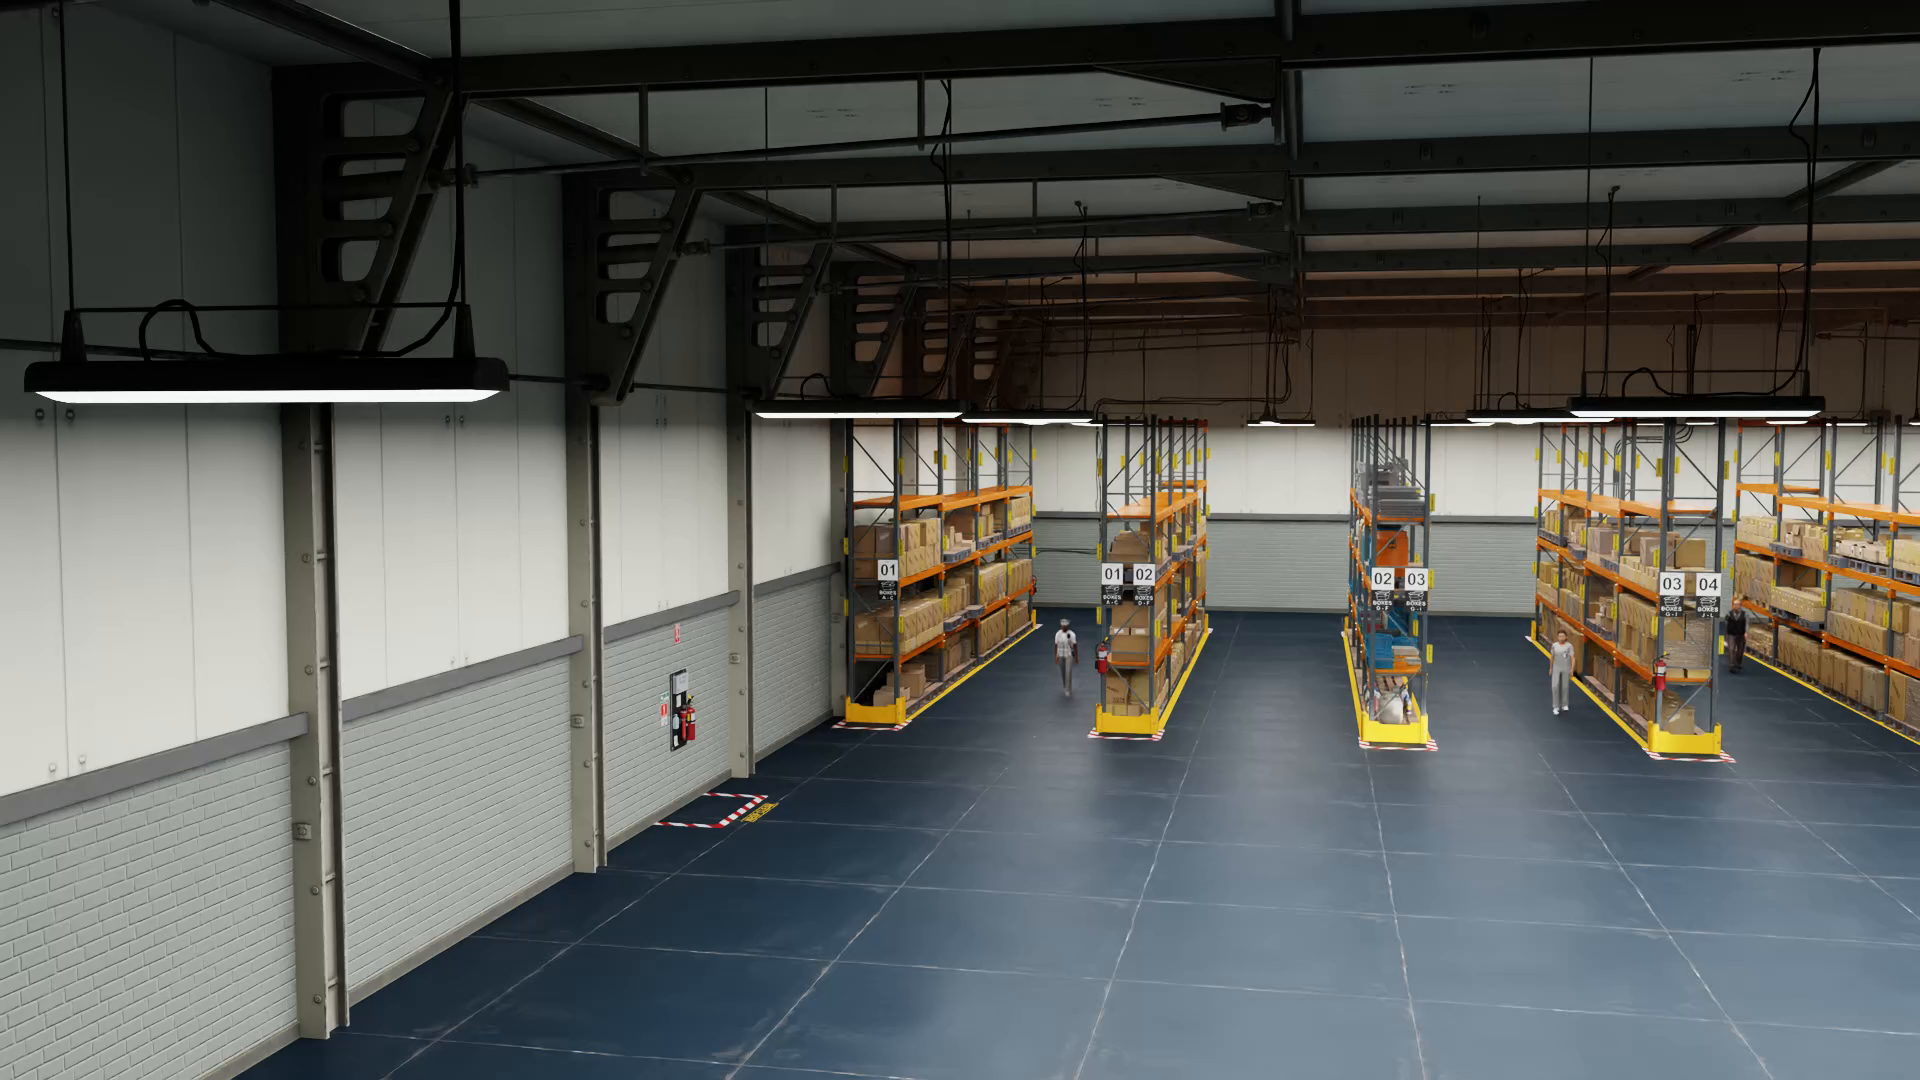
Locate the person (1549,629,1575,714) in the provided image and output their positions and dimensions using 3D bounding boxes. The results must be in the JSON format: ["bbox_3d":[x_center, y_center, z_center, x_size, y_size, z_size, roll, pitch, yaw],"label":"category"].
[{"bbox_3d":[12.174,2.658,33.641,0.504,1.701,0.616,2,4,30],"label":"person"}]

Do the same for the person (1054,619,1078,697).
[{"bbox_3d":[2.251,2.507,35.665,0.483,1.630,0.919,2,4,22],"label":"person"}]

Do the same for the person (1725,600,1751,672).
[{"bbox_3d":[18.346,2.257,39.225,0.539,1.667,1.000,2,4,23],"label":"person"}]
